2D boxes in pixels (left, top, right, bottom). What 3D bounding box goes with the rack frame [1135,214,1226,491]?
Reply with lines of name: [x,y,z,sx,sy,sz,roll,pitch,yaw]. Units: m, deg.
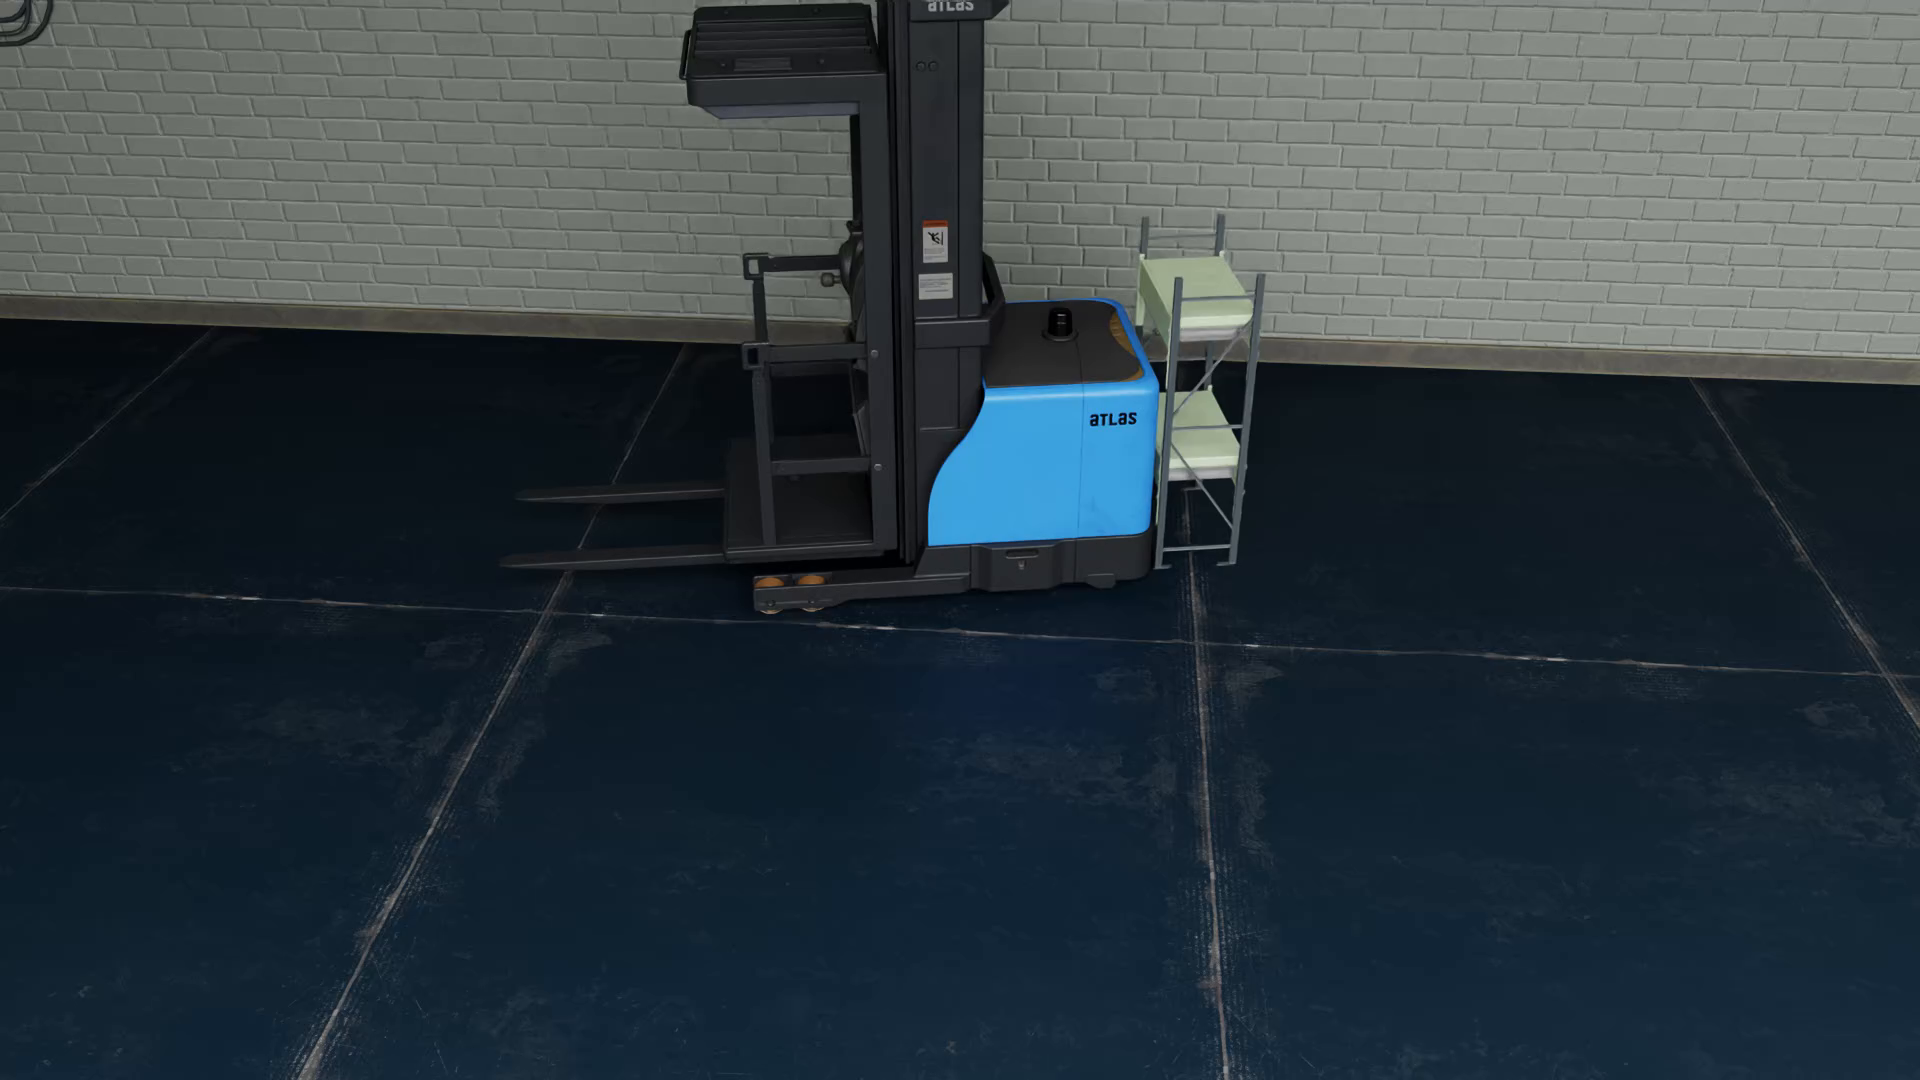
rack frame: [1.061,-0.895,8.273,0.400,1.500,0.023,-3,32,-5]

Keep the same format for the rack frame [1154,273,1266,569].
rack frame: [1.136,-0.513,7.654,0.400,1.500,0.023,-3,32,-5]

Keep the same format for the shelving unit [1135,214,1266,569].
shelving unit: [1.098,-0.704,7.963,0.431,1.500,0.755,-3,32,-5]

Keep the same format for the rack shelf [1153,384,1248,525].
rack shelf: [1.098,-0.427,8.134,0.431,0.370,0.720,-3,32,-5]

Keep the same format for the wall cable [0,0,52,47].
wall cable: [-6.660,-3.926,9.003,3.097,2.526,0.112,2,32,4]

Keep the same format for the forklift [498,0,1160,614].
forklift: [-0.649,-1.198,7.401,3.031,2.935,1.130,-3,32,-5]

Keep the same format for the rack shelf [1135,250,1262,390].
rack shelf: [1.098,-1.037,7.759,0.431,0.370,0.720,-3,32,-5]
